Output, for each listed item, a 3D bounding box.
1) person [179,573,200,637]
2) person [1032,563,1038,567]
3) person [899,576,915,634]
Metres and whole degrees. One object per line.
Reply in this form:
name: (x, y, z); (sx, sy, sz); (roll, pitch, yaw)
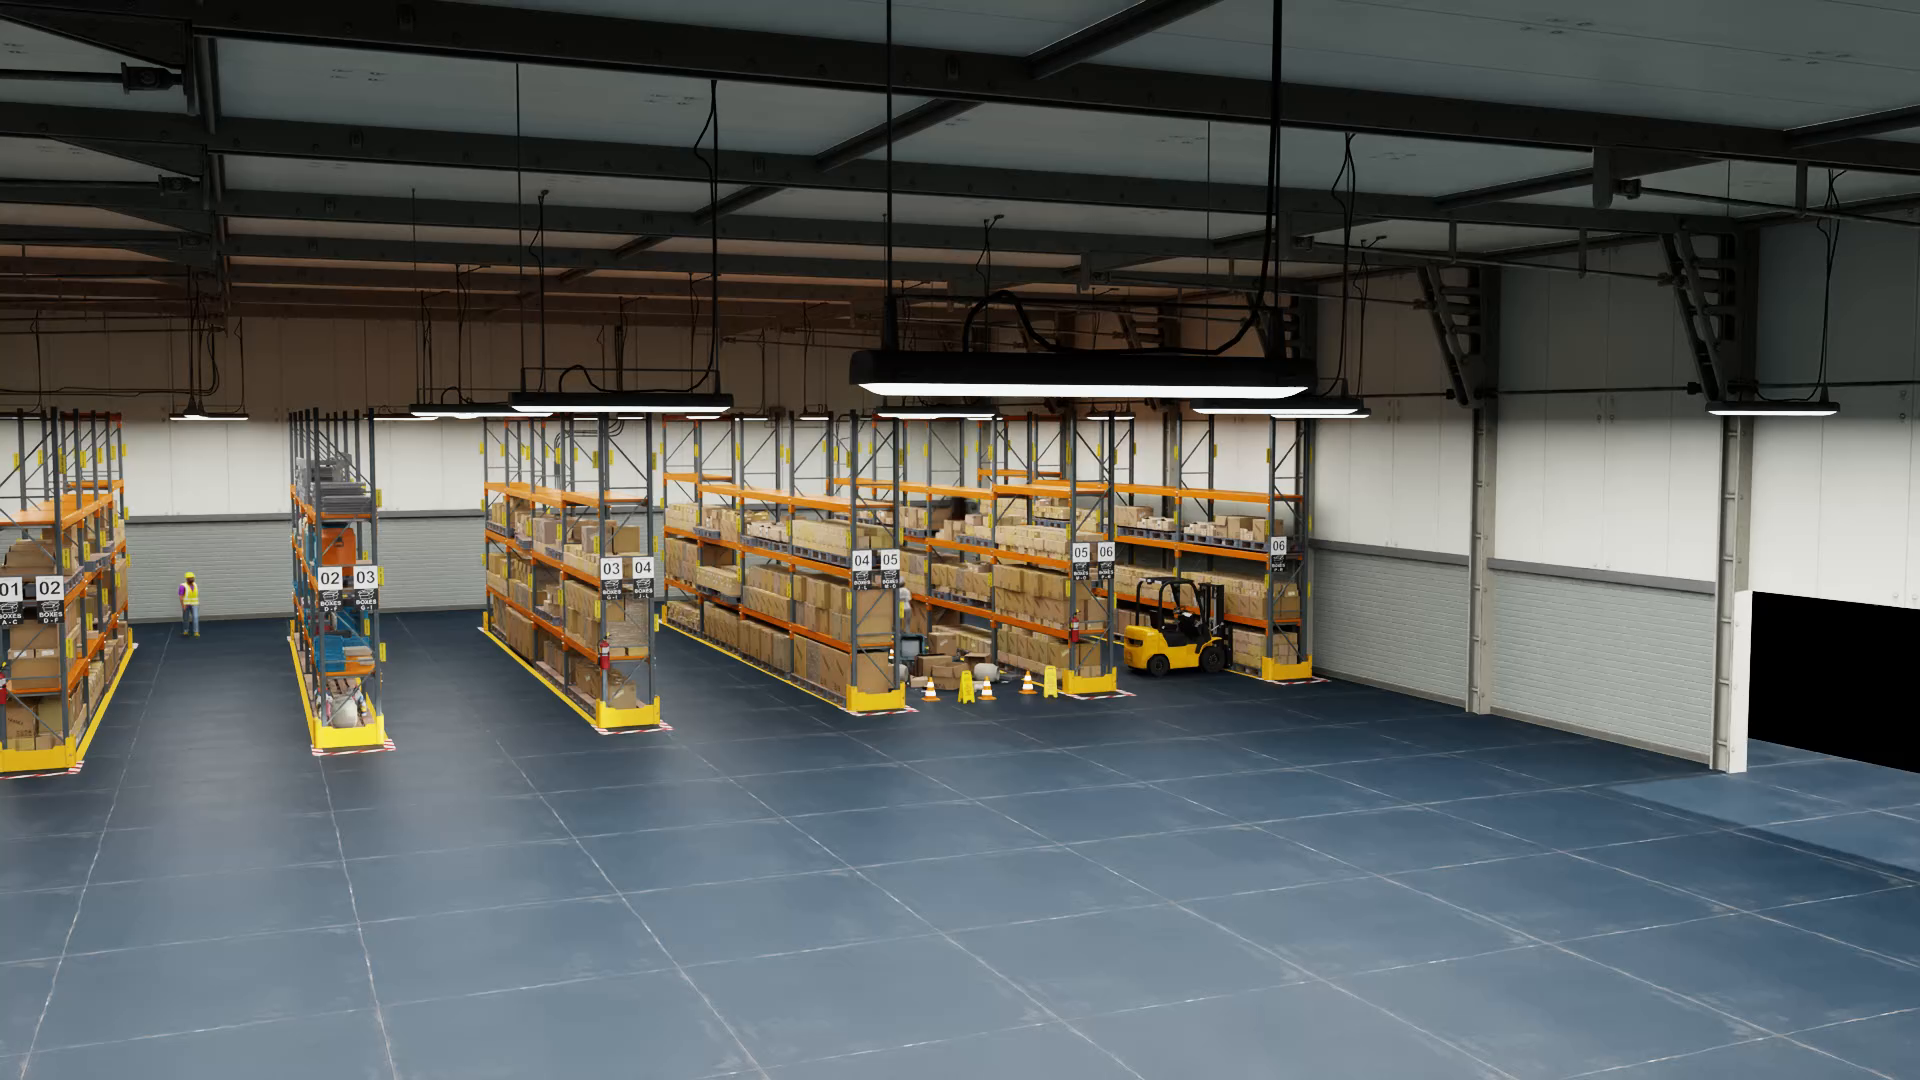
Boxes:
person: (-20.618, 1.725, 44.462); (0.492, 1.697, 1.031); (-2, 5, -30)
person: (2.020, 1.362, 45.516); (0.505, 1.766, 0.631); (-1, 4, -17)
person: (-1.370, 1.725, 40.854); (0.542, 1.685, 0.512); (1, 4, 10)
